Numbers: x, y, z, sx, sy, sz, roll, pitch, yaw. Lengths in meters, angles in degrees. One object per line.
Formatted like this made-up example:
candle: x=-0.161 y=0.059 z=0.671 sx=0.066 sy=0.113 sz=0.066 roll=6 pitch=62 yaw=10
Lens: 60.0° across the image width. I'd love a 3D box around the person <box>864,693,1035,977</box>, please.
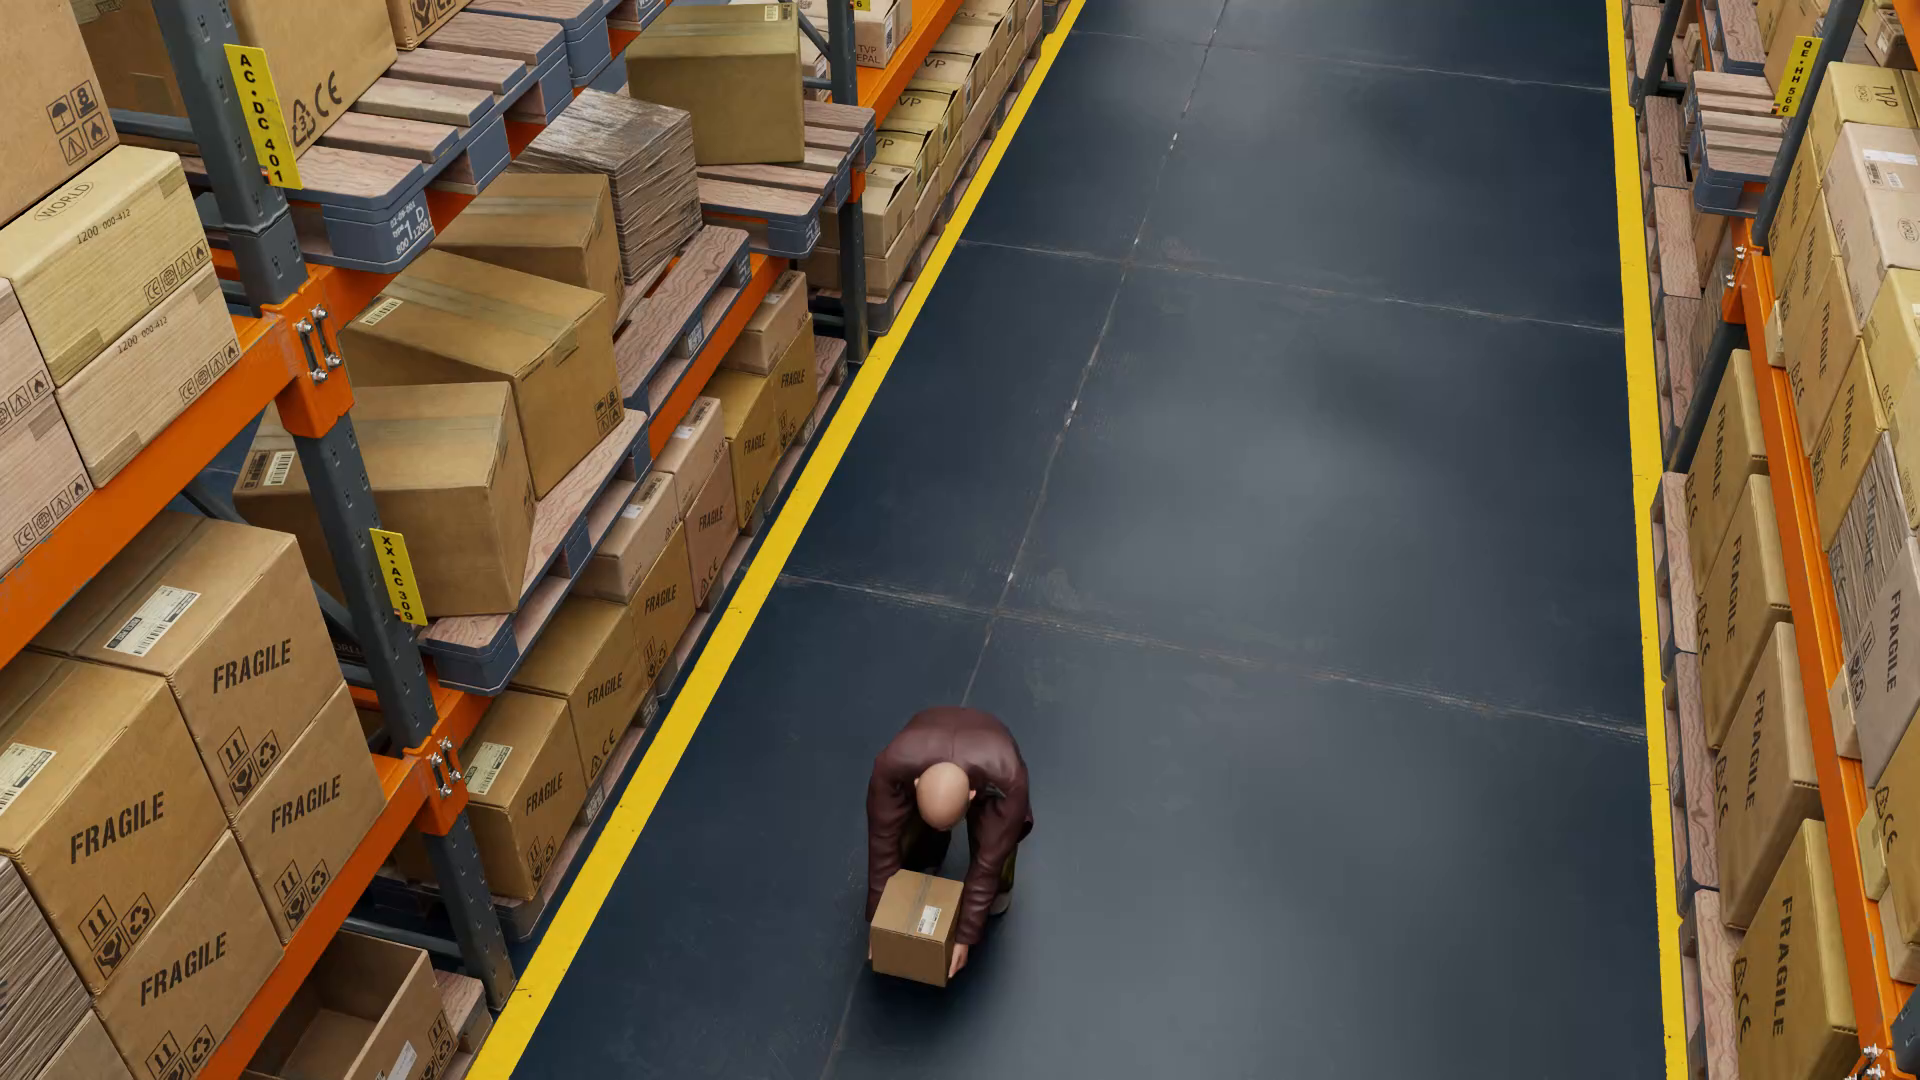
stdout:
person: x=-0.043 y=0.932 z=5.677 sx=0.574 sy=1.004 sz=0.929 roll=9 pitch=41 yaw=10
